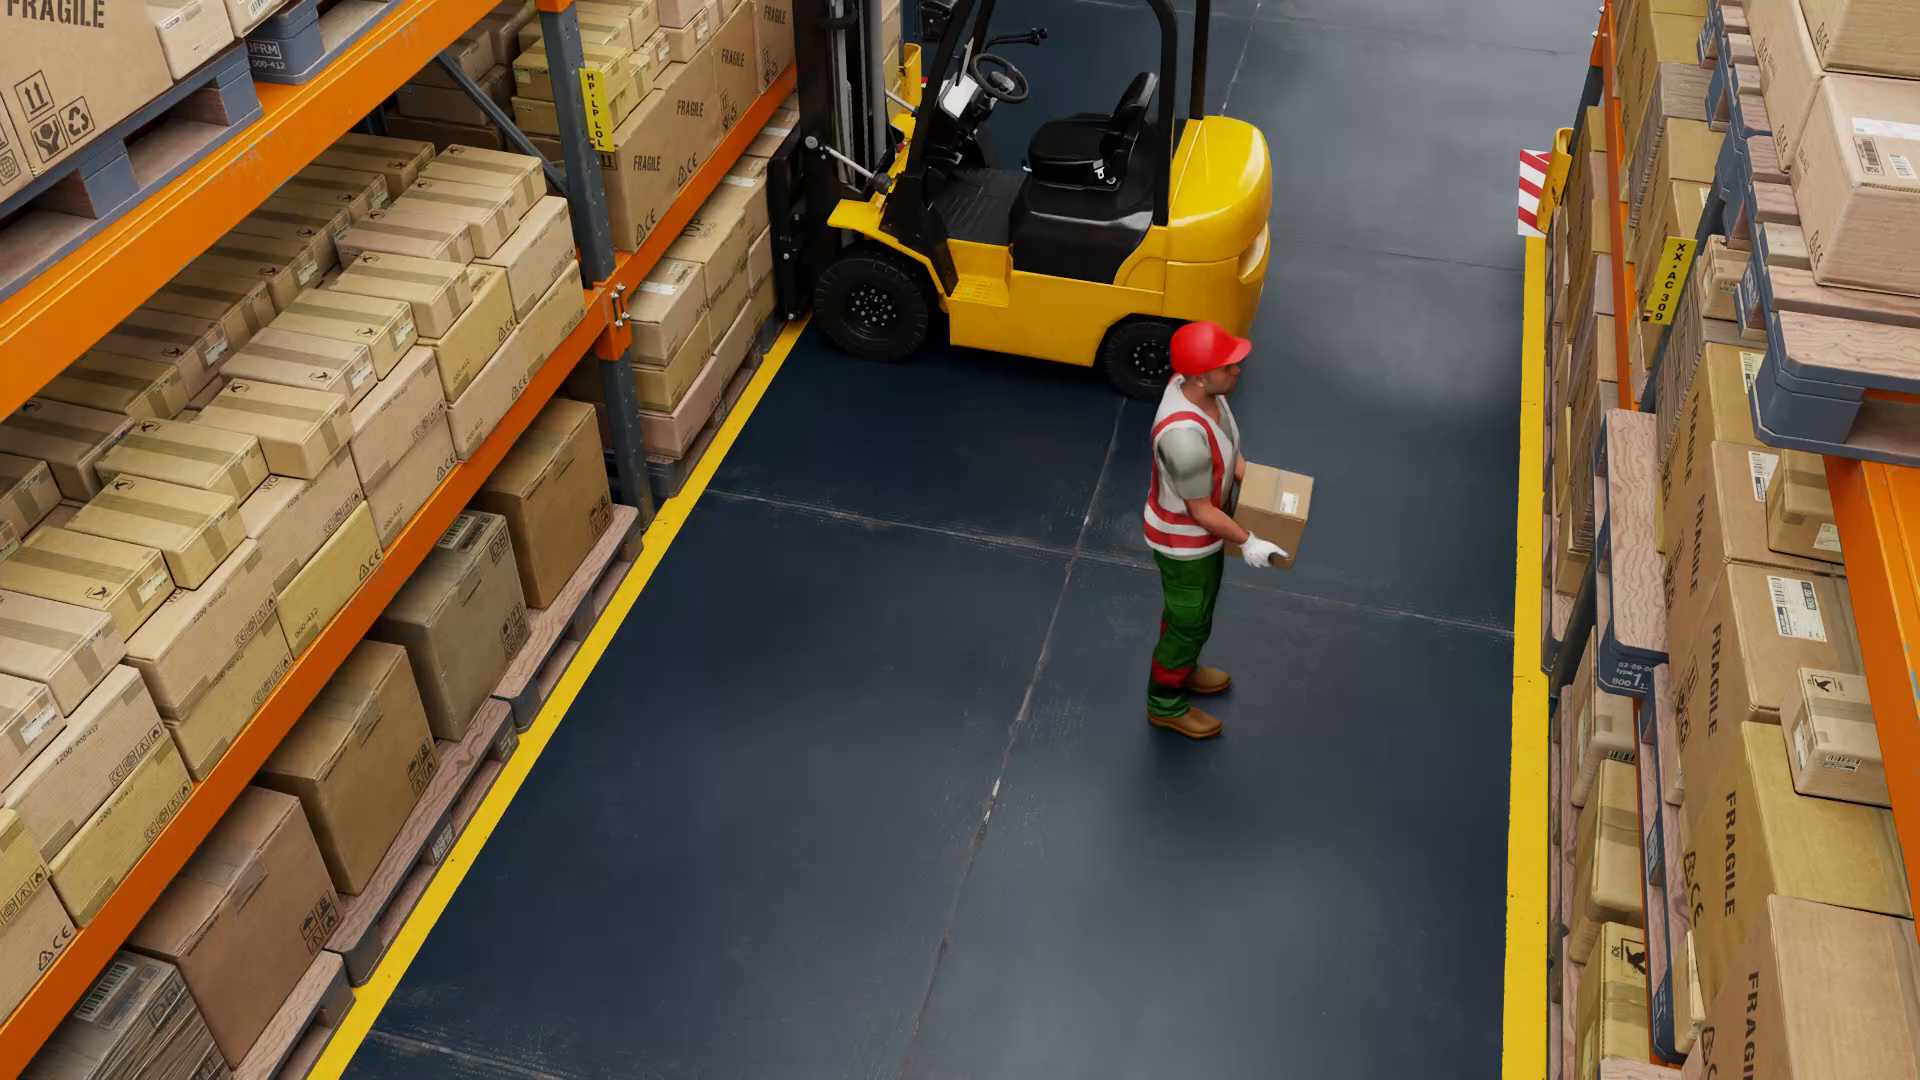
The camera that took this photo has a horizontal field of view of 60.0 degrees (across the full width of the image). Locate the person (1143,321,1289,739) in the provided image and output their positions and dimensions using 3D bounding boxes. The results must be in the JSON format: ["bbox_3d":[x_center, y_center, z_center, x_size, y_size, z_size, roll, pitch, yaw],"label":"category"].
[{"bbox_3d":[0.952,-0.025,6.165,0.547,1.793,0.519,10,42,11],"label":"person"}]
